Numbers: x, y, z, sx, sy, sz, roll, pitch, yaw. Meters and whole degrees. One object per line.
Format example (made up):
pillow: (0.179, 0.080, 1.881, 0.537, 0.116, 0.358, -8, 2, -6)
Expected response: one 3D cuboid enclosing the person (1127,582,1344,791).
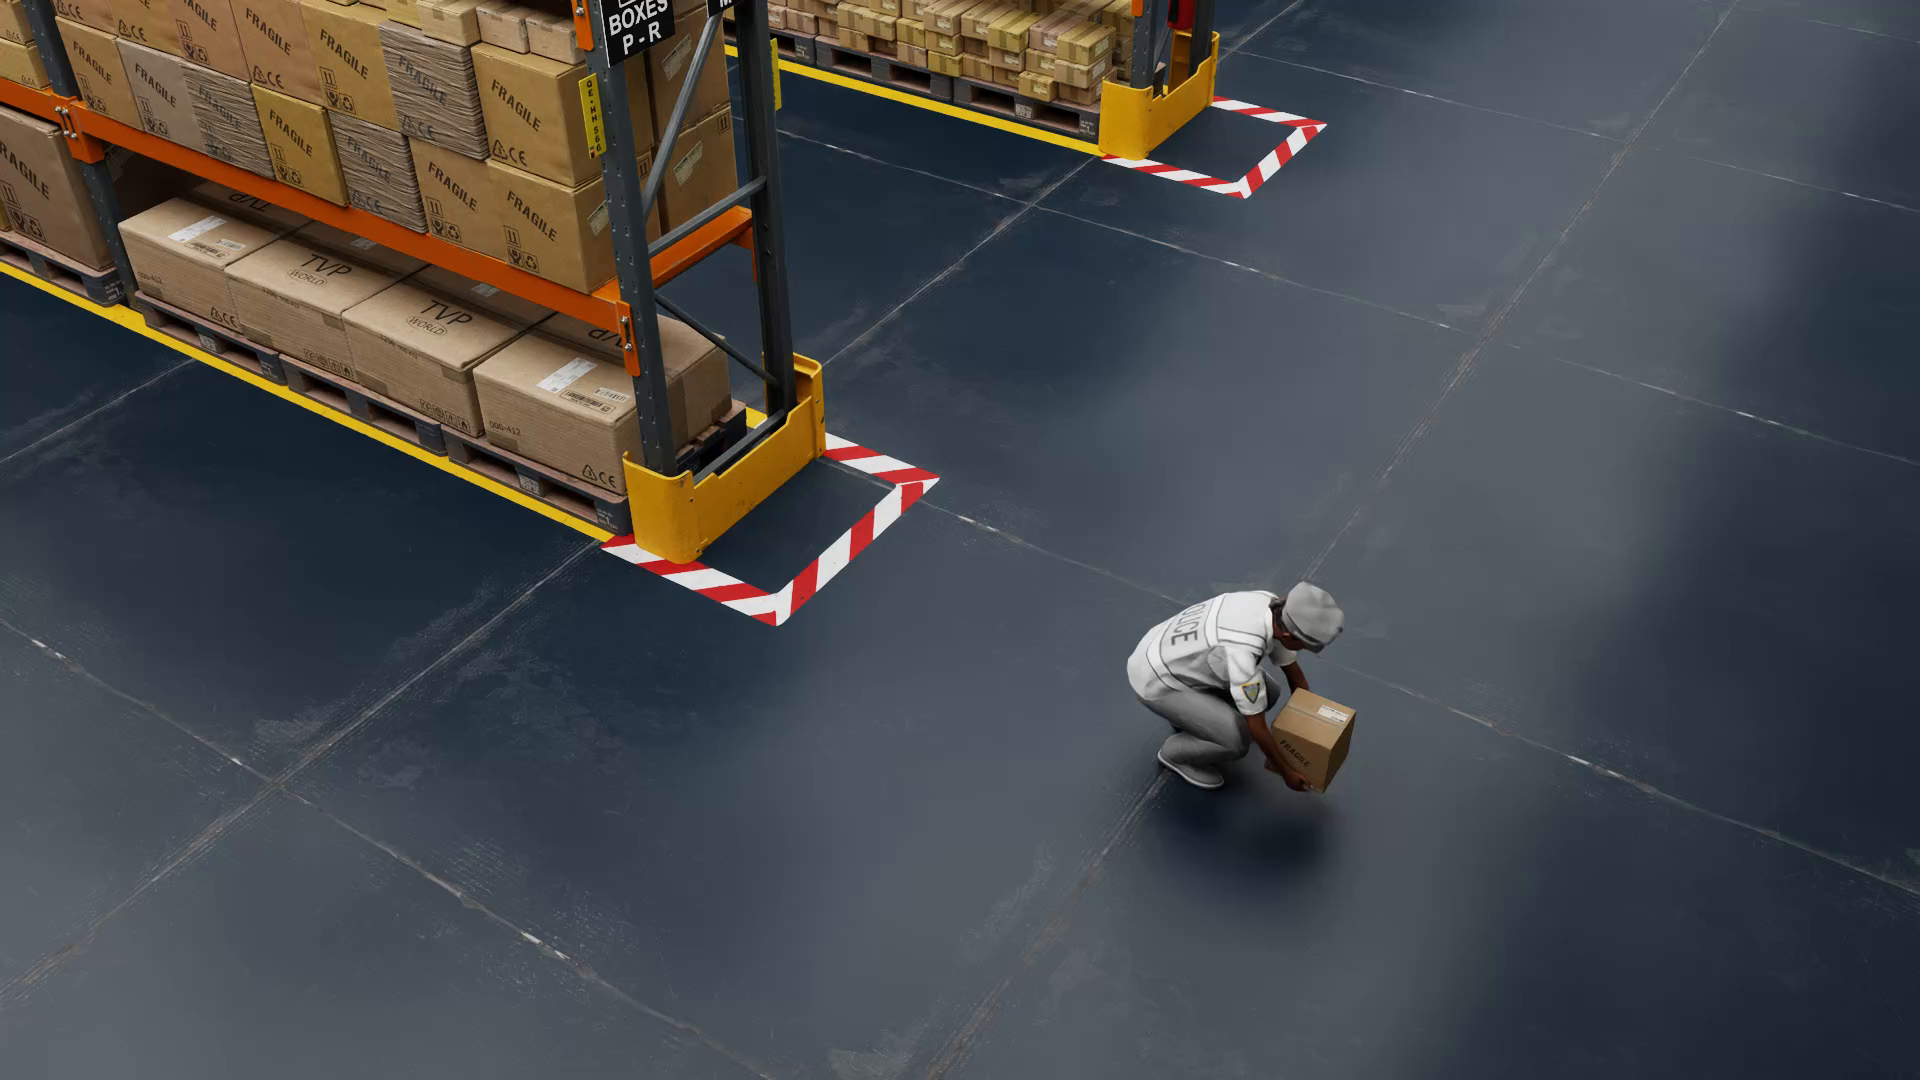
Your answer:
person: (1.089, 0.547, 6.563, 0.854, 0.972, 0.458, 21, 43, 24)
